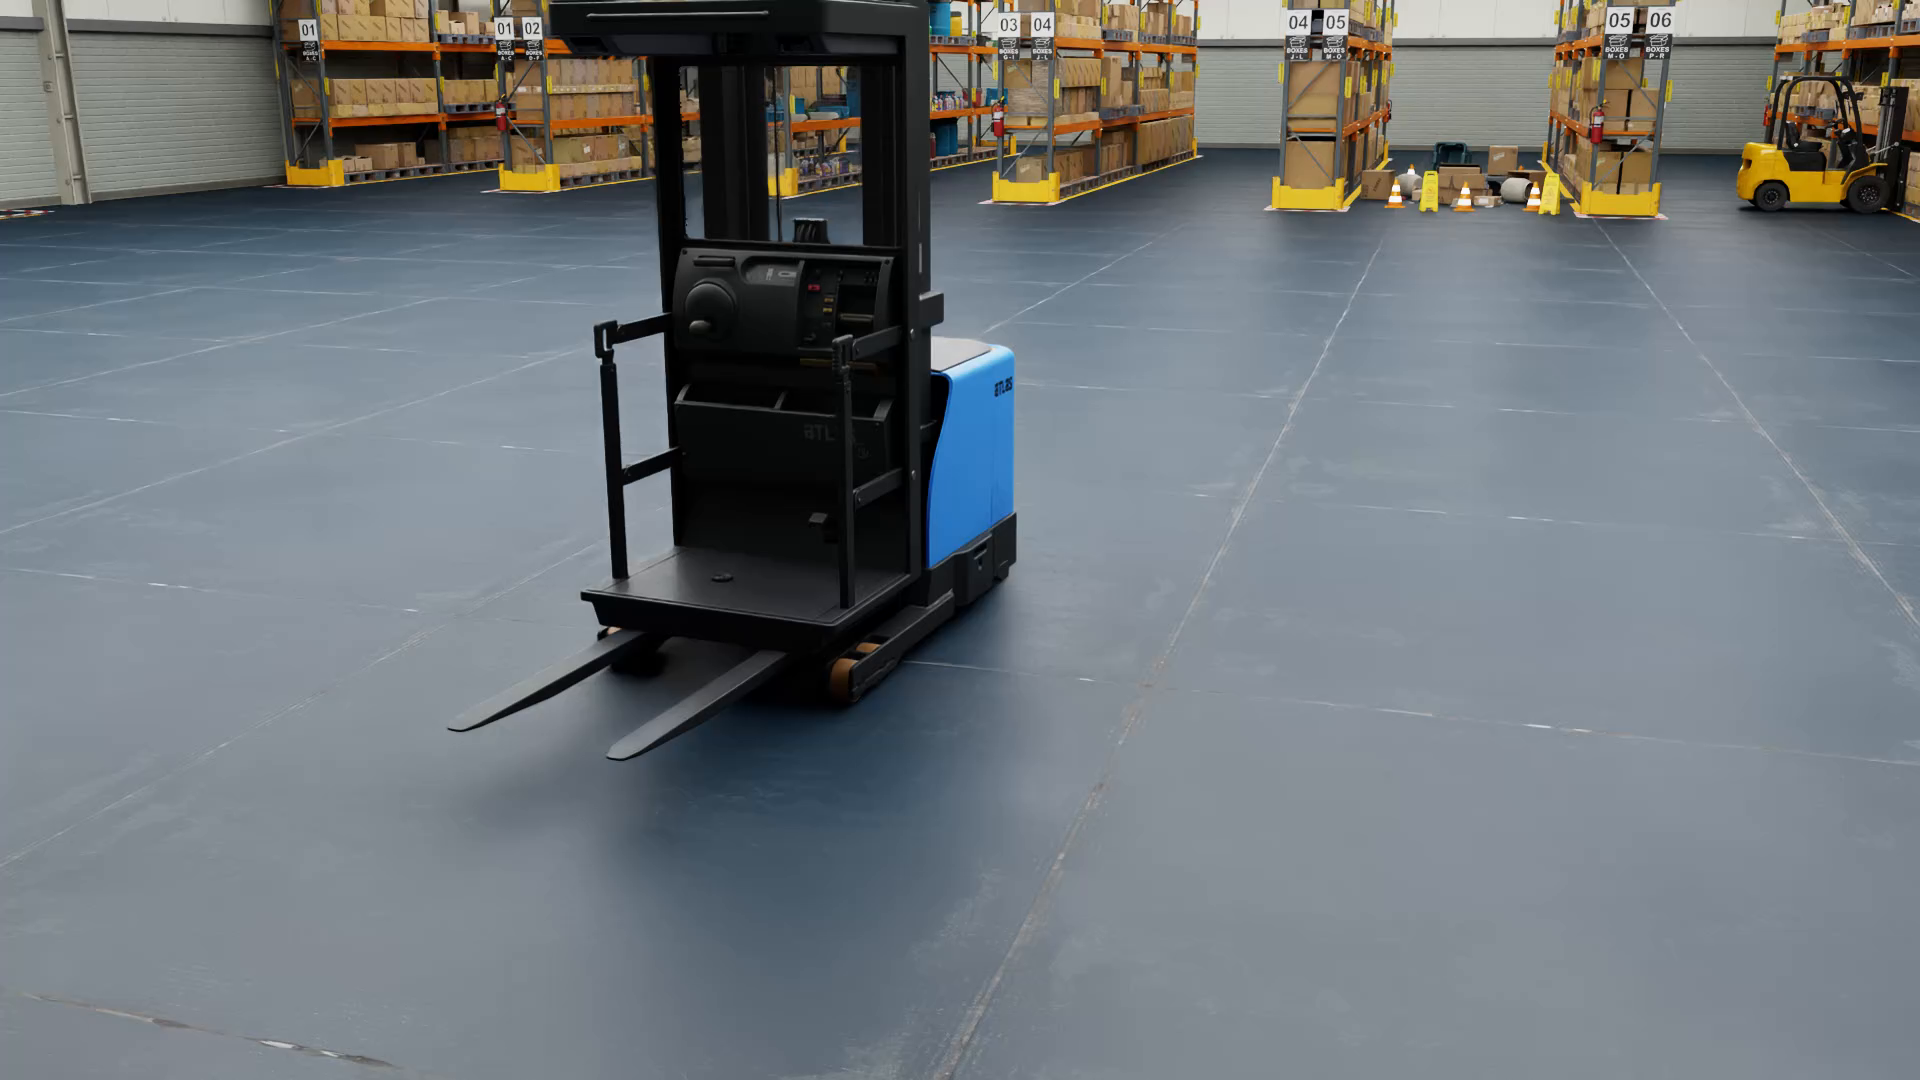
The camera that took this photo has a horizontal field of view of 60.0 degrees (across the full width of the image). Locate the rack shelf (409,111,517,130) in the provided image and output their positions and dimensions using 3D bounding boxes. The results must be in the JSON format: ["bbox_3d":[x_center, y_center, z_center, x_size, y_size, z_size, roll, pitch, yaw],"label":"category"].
[{"bbox_3d":[-11.387,-9.857,38.903,1.077,0.370,4.000,5,16,16],"label":"rack shelf"}]

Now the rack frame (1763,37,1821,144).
[{"bbox_3d":[19.963,-10.515,39.903,1.000,3.000,0.127,5,16,16],"label":"rack frame"}]

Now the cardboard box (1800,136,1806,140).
[{"bbox_3d":[18.470,-8.707,36.151,0.380,0.149,0.250,5,17,19],"label":"cardboard box"}]

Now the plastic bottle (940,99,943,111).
[{"bbox_3d":[-0.493,-10.350,39.548,0.152,0.276,0.135,5,16,16],"label":"plastic bottle"}]

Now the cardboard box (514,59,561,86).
[{"bbox_3d":[-8.182,-9.058,32.205,0.700,0.500,0.500,5,16,16],"label":"cardboard box"}]

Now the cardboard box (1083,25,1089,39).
[{"bbox_3d":[2.114,-9.490,31.067,0.500,0.250,0.500,5,16,15],"label":"cardboard box"}]

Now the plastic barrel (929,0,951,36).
[{"bbox_3d":[-0.522,-12.433,39.480,0.600,0.901,0.708,5,16,16],"label":"plastic barrel"}]

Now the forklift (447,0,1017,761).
[{"bbox_3d":[-0.771,-0.935,6.253,1.130,2.935,3.031,6,17,22],"label":"forklift"}]

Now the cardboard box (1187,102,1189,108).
[{"bbox_3d":[5.700,-11.228,42.880,0.380,0.149,0.250,5,17,17],"label":"cardboard box"}]

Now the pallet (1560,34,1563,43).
[{"bbox_3d":[14.658,-11.784,39.044,1.003,0.211,1.213,5,16,16],"label":"pallet"}]

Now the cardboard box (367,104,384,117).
[{"bbox_3d":[-12.365,-8.944,34.603,0.500,0.250,0.500,4,16,15],"label":"cardboard box"}]

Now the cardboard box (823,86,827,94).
[{"bbox_3d":[-3.952,-12.080,45.239,0.500,0.500,0.500,5,17,16],"label":"cardboard box"}]

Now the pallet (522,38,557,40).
[{"bbox_3d":[-10.687,-12.251,40.875,1.213,0.211,1.003,5,17,18],"label":"pallet"}]

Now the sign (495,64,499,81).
[{"bbox_3d":[-8.858,-8.967,31.891,0.100,0.325,0.005,5,16,16],"label":"sign"}]

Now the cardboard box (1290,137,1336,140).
[{"bbox_3d":[6.259,-6.663,29.447,0.875,0.875,0.875,4,16,15],"label":"cardboard box"}]

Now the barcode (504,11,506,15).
[{"bbox_3d":[-8.718,-10.089,31.842,0.001,0.075,0.075,5,16,16],"label":"barcode"}]

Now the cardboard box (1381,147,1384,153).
[{"bbox_3d":[10.503,-9.858,42.041,0.380,0.149,0.250,5,17,18],"label":"cardboard box"}]

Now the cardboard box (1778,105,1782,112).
[{"bbox_3d":[19.193,-9.996,38.535,0.380,0.149,0.250,4,16,14],"label":"cardboard box"}]

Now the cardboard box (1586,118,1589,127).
[{"bbox_3d":[10.979,-7.179,28.602,0.380,0.149,0.250,5,16,16],"label":"cardboard box"}]

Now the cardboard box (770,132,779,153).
[{"bbox_3d":[-4.946,-10.119,42.283,0.500,0.500,0.500,5,16,16],"label":"cardboard box"}]

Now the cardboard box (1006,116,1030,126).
[{"bbox_3d":[1.038,-7.451,29.562,0.380,0.149,0.250,5,16,16],"label":"cardboard box"}]

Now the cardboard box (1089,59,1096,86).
[{"bbox_3d":[2.287,-8.930,31.755,0.500,0.500,0.500,5,16,16],"label":"cardboard box"}]

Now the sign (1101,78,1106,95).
[{"bbox_3d":[2.814,-8.904,32.638,0.100,0.325,0.005,5,16,16],"label":"sign"}]

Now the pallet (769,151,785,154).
[{"bbox_3d":[-5.127,-9.833,42.609,1.003,0.211,1.213,5,16,16],"label":"pallet"}]

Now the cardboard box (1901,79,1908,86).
[{"bbox_3d":[15.955,-7.616,27.766,0.380,0.149,0.250,5,17,17],"label":"cardboard box"}]

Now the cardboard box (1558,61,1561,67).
[{"bbox_3d":[14.356,-11.266,39.348,0.380,0.149,0.250,4,16,15],"label":"cardboard box"}]

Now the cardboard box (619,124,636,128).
[{"bbox_3d":[-9.099,-11.348,45.463,0.380,0.149,0.250,5,17,18],"label":"cardboard box"}]

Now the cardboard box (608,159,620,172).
[{"bbox_3d":[-7.407,-7.776,34.516,0.500,0.250,0.500,5,16,16],"label":"cardboard box"}]

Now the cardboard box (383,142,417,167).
[{"bbox_3d":[-12.212,-8.415,36.273,0.500,0.500,0.500,3,16,12],"label":"cardboard box"}]

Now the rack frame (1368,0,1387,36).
[{"bbox_3d":[9.292,-13.096,38.009,1.000,3.000,0.127,5,16,16],"label":"rack frame"}]

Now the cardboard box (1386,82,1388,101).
[{"bbox_3d":[10.396,-11.175,41.504,0.500,0.500,0.500,4,16,15],"label":"cardboard box"}]

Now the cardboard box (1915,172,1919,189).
[{"bbox_3d":[15.255,-5.600,25.929,0.500,0.250,0.500,4,16,15],"label":"cardboard box"}]

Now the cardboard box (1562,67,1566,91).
[{"bbox_3d":[13.403,-10.022,36.151,0.500,0.500,0.500,4,16,14],"label":"cardboard box"}]

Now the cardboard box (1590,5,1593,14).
[{"bbox_3d":[11.391,-9.408,29.503,0.380,0.149,0.250,4,16,15],"label":"cardboard box"}]

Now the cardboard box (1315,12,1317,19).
[{"bbox_3d":[5.941,-9.022,28.652,0.380,0.149,0.250,4,16,15],"label":"cardboard box"}]

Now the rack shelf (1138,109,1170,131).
[{"bbox_3d":[3.997,-9.751,38.530,1.077,0.370,4.000,5,16,16],"label":"rack shelf"}]

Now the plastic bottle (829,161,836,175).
[{"bbox_3d":[-2.560,-7.445,33.267,0.152,0.276,0.135,5,17,17],"label":"plastic bottle"}]

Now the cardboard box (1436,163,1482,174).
[{"bbox_3d":[8.986,-6.478,29.998,0.797,0.637,0.503,5,16,16],"label":"cardboard box"}]

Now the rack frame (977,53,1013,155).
[{"bbox_3d":[0.953,-12.051,45.321,1.000,3.000,0.127,5,16,16],"label":"rack frame"}]

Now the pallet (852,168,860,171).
[{"bbox_3d":[-2.271,-7.779,35.367,1.003,0.211,1.213,5,16,16],"label":"pallet"}]

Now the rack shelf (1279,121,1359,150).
[{"bbox_3d":[6.450,-7.247,29.702,1.077,0.370,4.000,5,16,16],"label":"rack shelf"}]

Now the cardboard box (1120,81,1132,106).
[{"bbox_3d":[3.251,-9.526,35.465,0.700,0.500,0.500,7,17,24],"label":"cardboard box"}]

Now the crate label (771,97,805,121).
[{"bbox_3d":[-3.330,-8.385,32.329,0.502,0.435,0.616,5,16,16],"label":"crate label"}]

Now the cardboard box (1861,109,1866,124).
[{"bbox_3d":[16.754,-7.715,30.307,0.500,0.250,0.500,5,17,16],"label":"cardboard box"}]

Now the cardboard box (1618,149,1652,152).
[{"bbox_3d":[11.301,-6.286,27.888,0.500,0.500,0.500,4,16,14],"label":"cardboard box"}]

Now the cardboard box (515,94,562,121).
[{"bbox_3d":[-8.197,-8.420,32.334,0.700,0.500,0.500,5,16,16],"label":"cardboard box"}]

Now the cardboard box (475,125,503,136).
[{"bbox_3d":[-11.196,-9.760,39.642,0.500,0.250,0.500,5,17,17],"label":"cardboard box"}]

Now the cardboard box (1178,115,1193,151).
[{"bbox_3d":[5.597,-10.673,43.587,0.875,0.875,0.875,5,16,16],"label":"cardboard box"}]

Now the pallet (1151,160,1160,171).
[{"bbox_3d":[4.073,-8.751,38.796,1.003,0.211,1.213,5,16,16],"label":"pallet"}]

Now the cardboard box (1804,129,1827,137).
[{"bbox_3d":[18.442,-8.778,35.858,0.380,0.149,0.250,4,16,13],"label":"cardboard box"}]

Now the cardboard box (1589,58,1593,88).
[{"bbox_3d":[10.743,-7.667,27.304,0.700,0.500,0.500,5,17,16],"label":"cardboard box"}]

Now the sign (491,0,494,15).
[{"bbox_3d":[-8.858,-10.127,31.562,0.100,0.325,0.005,5,16,16],"label":"sign"}]
